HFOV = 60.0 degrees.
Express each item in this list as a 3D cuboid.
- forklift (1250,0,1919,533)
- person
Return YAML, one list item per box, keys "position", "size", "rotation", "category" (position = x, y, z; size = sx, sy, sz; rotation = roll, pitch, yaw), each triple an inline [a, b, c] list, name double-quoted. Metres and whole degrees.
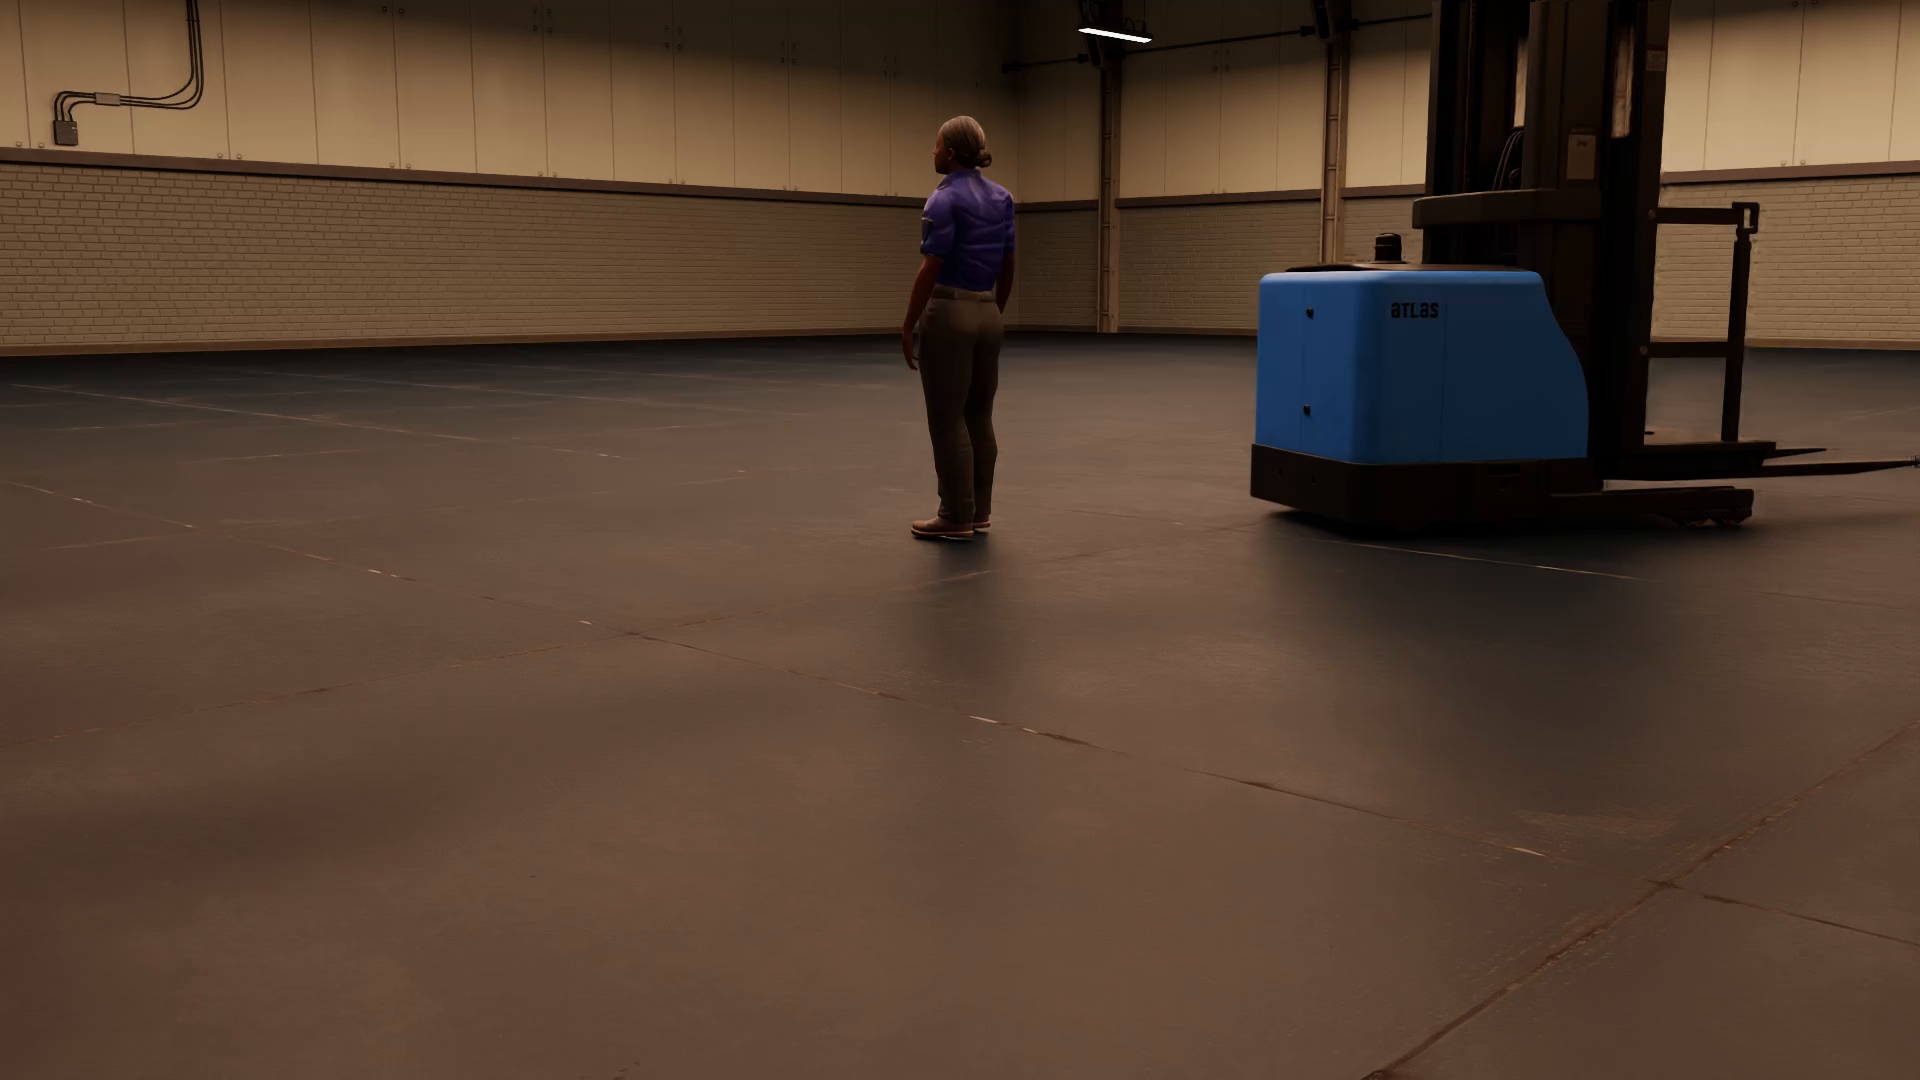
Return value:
- position: [2.896, -1.575, 7.337]
  size: [3.031, 2.935, 1.130]
  rotation: [-2, 9, -16]
  category: "forklift"
- position: [-0.050, -0.836, 6.667]
  size: [0.503, 1.656, 0.570]
  rotation: [8, 12, 43]
  category: "person"
